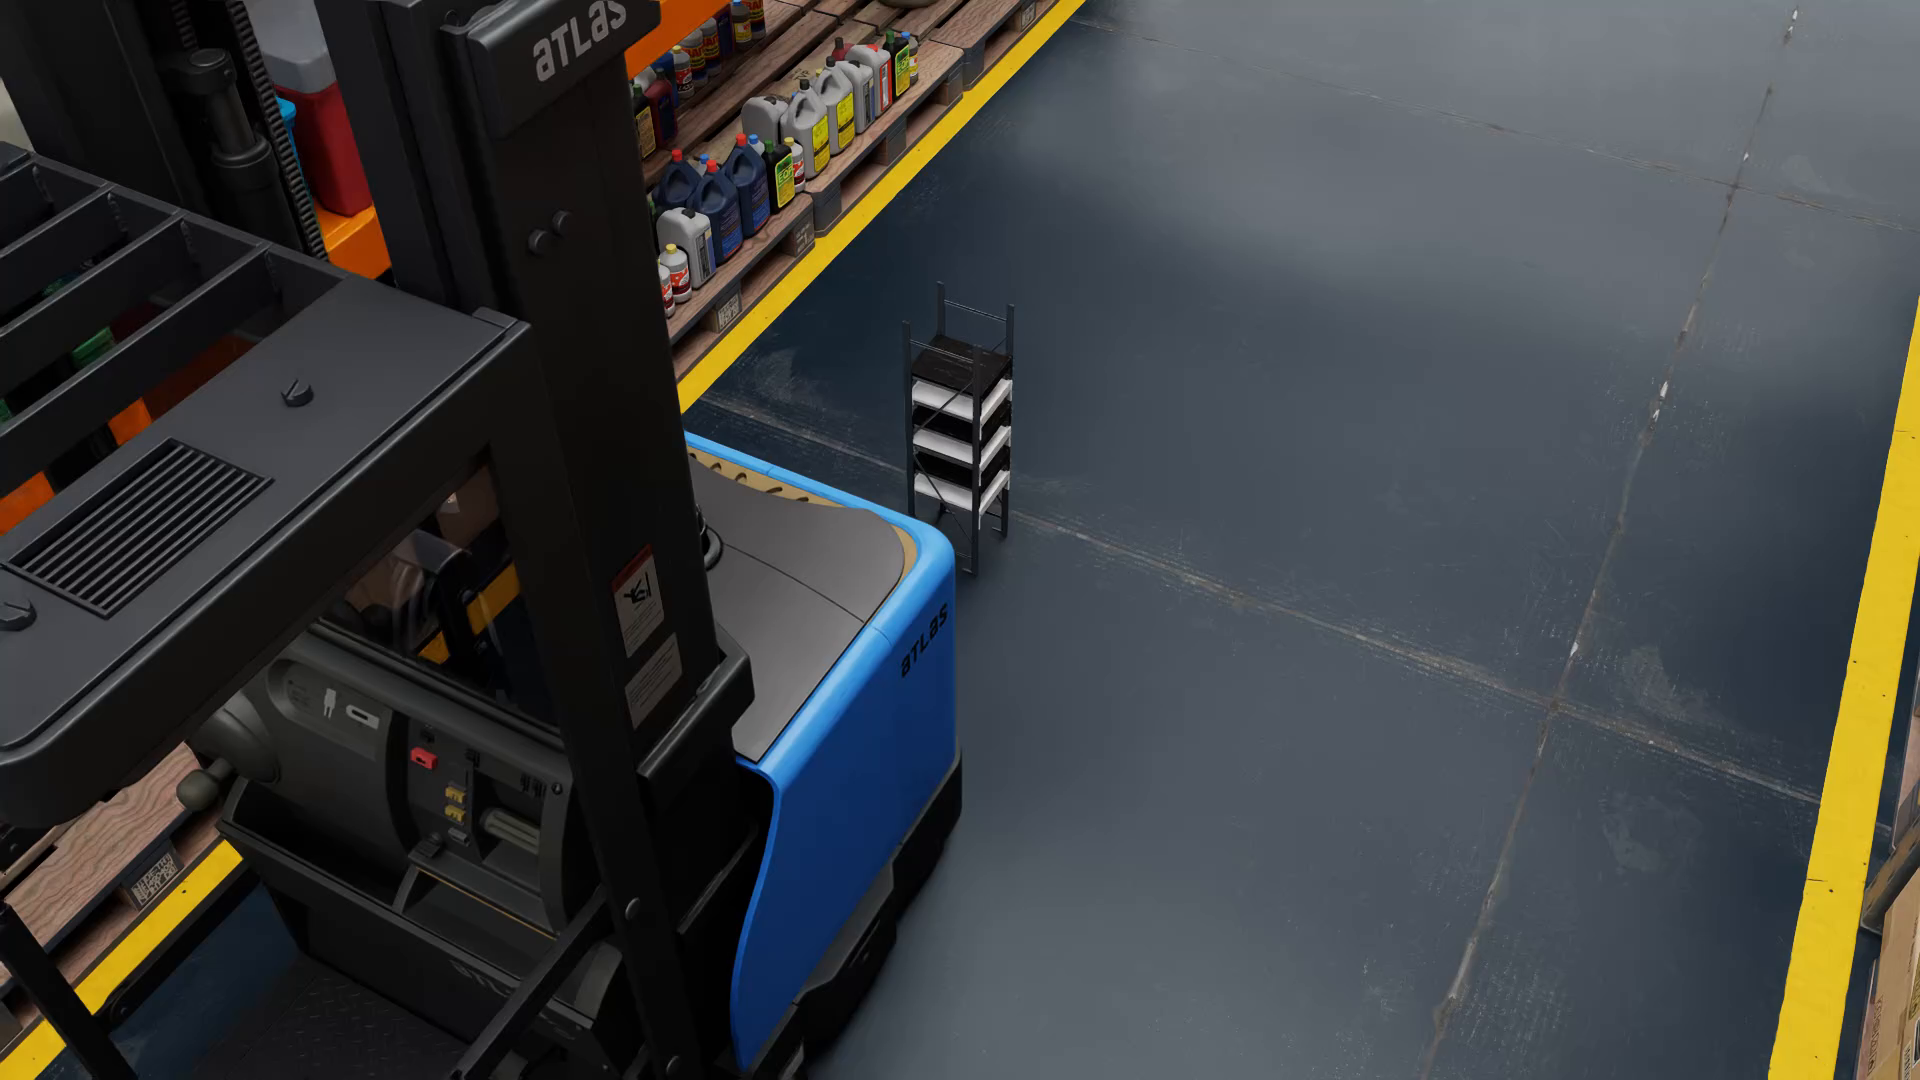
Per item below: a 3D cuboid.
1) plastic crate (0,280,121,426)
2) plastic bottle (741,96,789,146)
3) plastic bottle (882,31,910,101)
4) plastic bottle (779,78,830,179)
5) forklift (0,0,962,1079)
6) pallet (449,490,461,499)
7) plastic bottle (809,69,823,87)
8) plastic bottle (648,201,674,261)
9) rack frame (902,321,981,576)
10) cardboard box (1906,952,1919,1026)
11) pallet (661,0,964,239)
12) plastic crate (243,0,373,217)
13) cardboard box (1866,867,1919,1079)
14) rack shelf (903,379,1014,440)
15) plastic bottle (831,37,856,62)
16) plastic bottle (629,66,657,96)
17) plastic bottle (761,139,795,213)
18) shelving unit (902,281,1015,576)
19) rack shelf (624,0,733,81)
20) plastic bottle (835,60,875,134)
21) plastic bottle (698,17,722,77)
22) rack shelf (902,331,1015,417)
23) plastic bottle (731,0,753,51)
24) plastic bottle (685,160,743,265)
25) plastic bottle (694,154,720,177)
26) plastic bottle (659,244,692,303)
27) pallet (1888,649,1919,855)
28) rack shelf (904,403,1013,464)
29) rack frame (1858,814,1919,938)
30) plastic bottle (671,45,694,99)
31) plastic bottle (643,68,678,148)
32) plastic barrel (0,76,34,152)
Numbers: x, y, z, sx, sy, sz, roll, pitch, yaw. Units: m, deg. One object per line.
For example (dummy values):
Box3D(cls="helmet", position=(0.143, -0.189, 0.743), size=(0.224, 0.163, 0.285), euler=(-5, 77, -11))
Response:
Box3D(cls="plastic crate", position=(-2.169, -0.304, 3.591), size=(0.450, 0.188, 0.662), euler=(20, 49, 19))
Box3D(cls="plastic bottle", position=(-0.726, -1.558, 6.286), size=(0.152, 0.276, 0.135), euler=(20, 49, 19))
Box3D(cls="plastic bottle", position=(-0.256, -1.908, 6.627), size=(0.061, 0.283, 0.133), euler=(22, 49, 20))
Box3D(cls="plastic bottle", position=(-0.584, -1.551, 6.227), size=(0.144, 0.351, 0.185), euler=(20, 49, 19))
Box3D(cls="forklift", position=(-1.139, 0.470, 2.725), size=(1.130, 2.935, 3.031), euler=(21, 49, 20))
Box3D(cls="pallet", position=(-1.941, -0.081, 5.182), size=(1.003, 0.211, 1.213), euler=(20, 49, 19))
Box3D(cls="plastic bottle", position=(-0.543, -1.751, 6.529), size=(0.097, 0.201, 0.097), euler=(0, 45, 0))
Box3D(cls="plastic bottle", position=(-1.043, -1.072, 5.801), size=(0.061, 0.283, 0.133), euler=(20, 49, 19))
Box3D(cls="rack frame", position=(-0.051, -0.247, 4.862), size=(0.240, 0.900, 0.006), euler=(20, 49, 19))
Box3D(cls="cardboard box", position=(2.362, 0.869, 3.526), size=(0.500, 0.311, 0.500), euler=(21, 49, 19))
Box3D(cls="pallet", position=(-0.697, -1.770, 6.851), size=(1.003, 0.211, 1.213), euler=(20, 49, 19))
Box3D(cls="plastic crate", position=(-1.565, -1.186, 4.268), size=(0.402, 0.464, 0.583), euler=(20, 49, 19))
Box3D(cls="cardboard box", position=(2.368, 1.060, 3.732), size=(0.500, 0.250, 0.500), euler=(19, 48, 18))
Box3D(cls="rack shelf", position=(-0.004, -0.414, 4.821), size=(0.258, 0.077, 0.200), euler=(20, 49, 19))
Box3D(cls="plastic bottle", position=(-0.454, -1.872, 6.592), size=(0.061, 0.283, 0.133), euler=(20, 49, 19))
Box3D(cls="plastic bottle", position=(-1.249, -1.693, 6.420), size=(0.152, 0.276, 0.135), euler=(21, 49, 20))
Box3D(cls="plastic bottle", position=(-0.667, -1.350, 6.075), size=(0.061, 0.283, 0.133), euler=(23, 50, 21))
Box3D(cls="shelving unit", position=(-0.004, -0.311, 4.925), size=(0.258, 0.900, 0.210), euler=(20, 49, 19))
Box3D(cls="rack shelf", position=(-0.682, -2.576, 6.193), size=(1.077, 0.370, 4.000), euler=(20, 49, 19))
Box3D(cls="plastic bottle", position=(-0.424, -1.747, 6.474), size=(0.152, 0.276, 0.135), euler=(19, 48, 18))
Box3D(cls="plastic bottle", position=(-1.031, -2.029, 6.756), size=(0.097, 0.271, 0.097), euler=(0, 45, 0))
Box3D(cls="rack shelf", position=(-0.004, -0.478, 4.757), size=(0.258, 0.077, 0.200), euler=(20, 49, 19))
Box3D(cls="plastic bottle", position=(-0.920, -2.156, 6.930), size=(0.097, 0.201, 0.097), euler=(0, 45, 0))
Box3D(cls="plastic bottle", position=(-0.869, -1.164, 5.845), size=(0.144, 0.351, 0.185), euler=(22, 49, 20))
Box3D(cls="plastic bottle", position=(-0.908, -1.267, 6.003), size=(0.097, 0.271, 0.097), euler=(0, 45, 0))
Box3D(cls="plastic bottle", position=(-0.980, -0.924, 5.713), size=(0.097, 0.201, 0.097), euler=(0, 45, 0))
Box3D(cls="pallet", position=(3.181, 0.562, 4.546), size=(1.003, 0.211, 1.213), euler=(20, 49, 19))
Box3D(cls="rack shelf", position=(-0.004, -0.351, 4.885), size=(0.258, 0.077, 0.200), euler=(20, 49, 19))
Box3D(cls="rack frame", position=(2.775, 0.069, 3.073), size=(1.000, 3.000, 0.127), euler=(20, 49, 19))
Box3D(cls="plastic bottle", position=(-1.123, -1.879, 6.657), size=(0.097, 0.201, 0.097), euler=(0, 45, 0))
Box3D(cls="plastic bottle", position=(-1.155, -1.660, 6.383), size=(0.061, 0.283, 0.133), euler=(20, 49, 19))
Box3D(cls="plastic barrel", position=(-2.249, -1.087, 4.119), size=(0.433, 0.535, 0.433), euler=(0, 45, 0))
